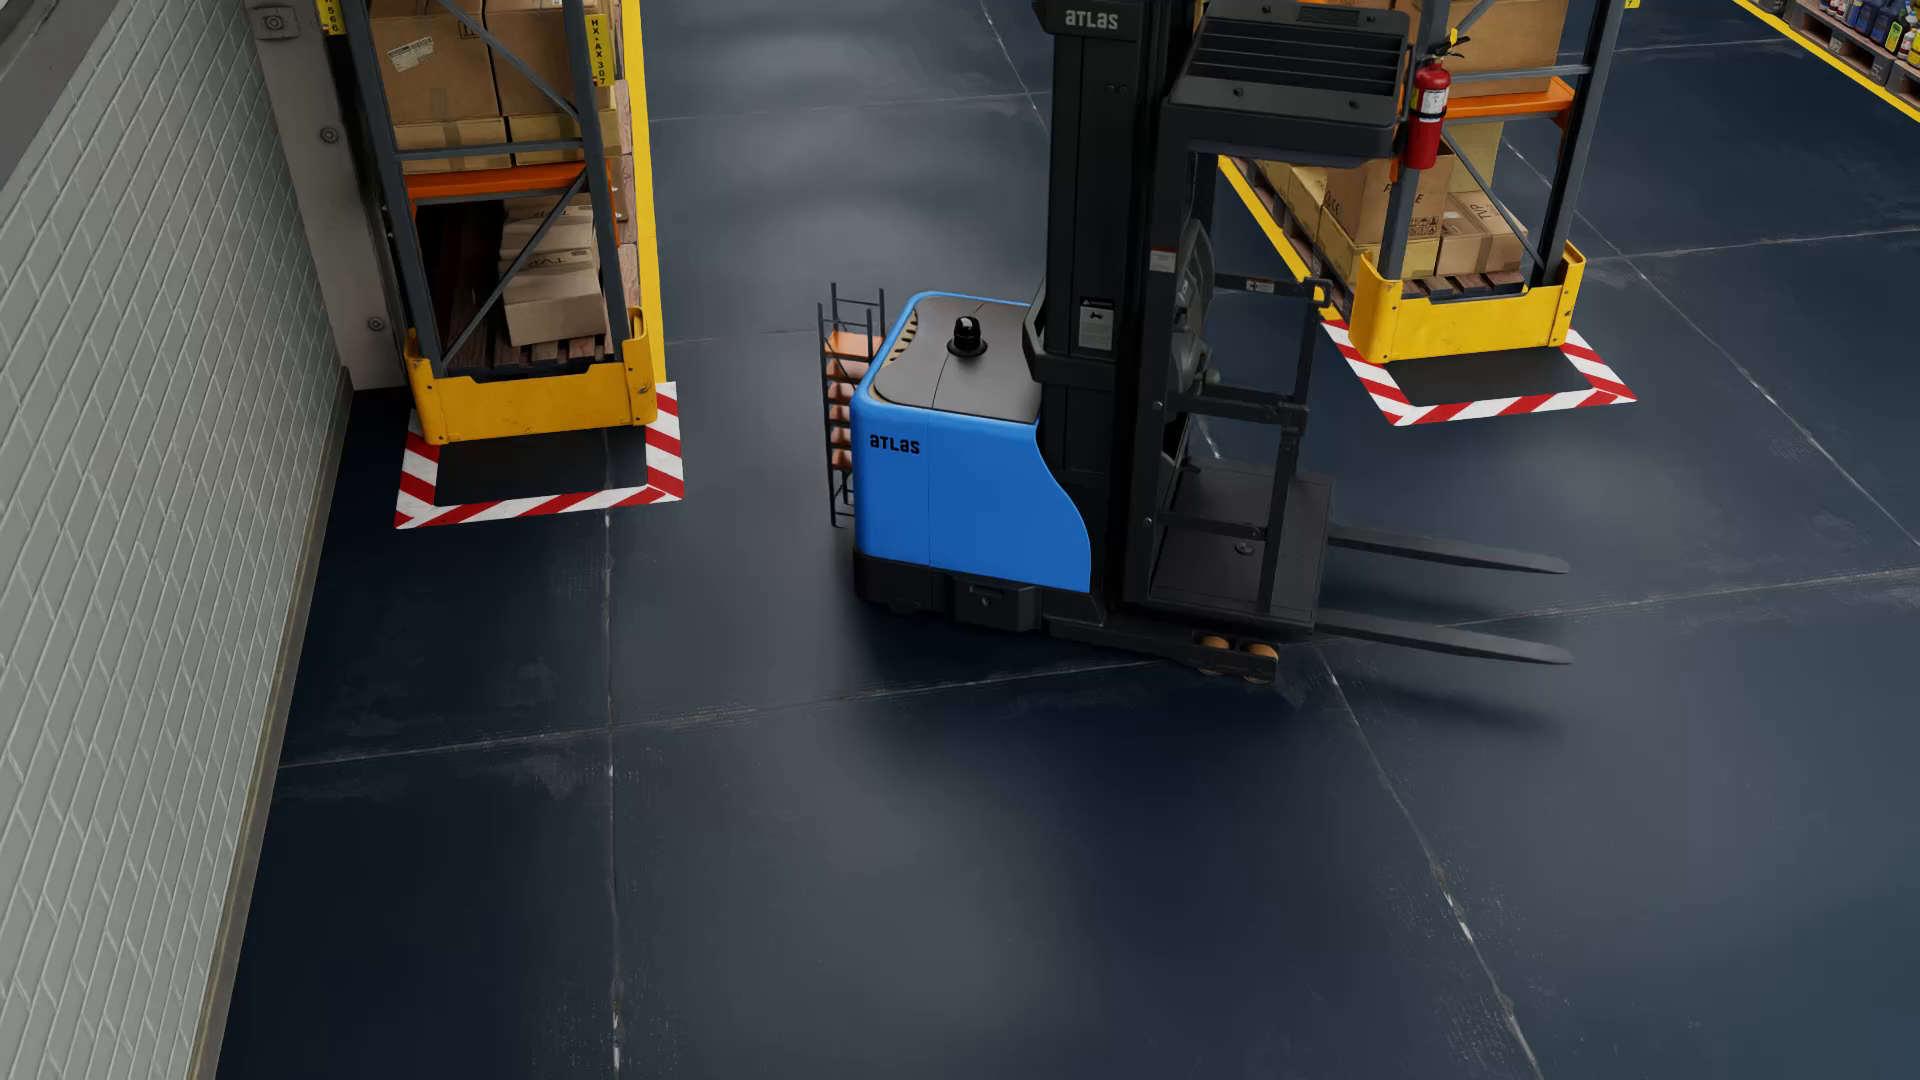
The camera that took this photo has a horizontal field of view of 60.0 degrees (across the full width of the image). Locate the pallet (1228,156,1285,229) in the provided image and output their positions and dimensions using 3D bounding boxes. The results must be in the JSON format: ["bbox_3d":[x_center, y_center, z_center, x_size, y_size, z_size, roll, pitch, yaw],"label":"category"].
[{"bbox_3d":[2.350,-2.404,10.672,1.003,0.211,1.213,-6,38,-8],"label":"pallet"}]

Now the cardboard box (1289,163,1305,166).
[{"bbox_3d":[2.159,-2.582,9.917,0.500,0.500,0.500,-6,38,-8],"label":"cardboard box"}]

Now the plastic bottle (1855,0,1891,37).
[{"bbox_3d":[6.645,-3.854,12.066,0.144,0.351,0.185,-5,38,-7],"label":"plastic bottle"}]

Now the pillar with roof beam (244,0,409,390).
[{"bbox_3d":[1.123,-4.939,6.772,9.100,9.000,0.400,-6,38,-8],"label":"pillar with roof beam"}]

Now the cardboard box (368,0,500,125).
[{"bbox_3d":[-2.432,-2.284,7.739,0.500,0.500,0.500,-7,38,-8],"label":"cardboard box"}]

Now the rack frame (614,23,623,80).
[{"bbox_3d":[-2.842,-4.193,10.702,1.000,3.000,0.127,-6,38,-8],"label":"rack frame"}]

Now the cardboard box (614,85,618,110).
[{"bbox_3d":[-2.019,-2.367,8.457,0.500,0.250,0.500,-7,38,-9],"label":"cardboard box"}]

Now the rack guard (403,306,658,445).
[{"bbox_3d":[-2.154,-0.836,8.418,1.175,0.500,0.348,-6,38,-8],"label":"rack guard"}]

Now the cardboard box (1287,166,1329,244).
[{"bbox_3d":[2.251,-1.985,9.759,0.500,0.250,0.500,-6,38,-8],"label":"cardboard box"}]

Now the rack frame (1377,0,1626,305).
[{"bbox_3d":[2.736,-2.312,8.281,1.000,3.000,0.127,-6,38,-8],"label":"rack frame"}]

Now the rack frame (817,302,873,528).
[{"bbox_3d":[-0.490,-0.521,7.441,0.240,1.200,0.006,9,39,12],"label":"rack frame"}]

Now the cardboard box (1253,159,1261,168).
[{"bbox_3d":[2.076,-2.589,10.536,0.500,0.250,0.500,-6,38,-8],"label":"cardboard box"}]

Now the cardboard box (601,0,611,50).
[{"bbox_3d":[-2.005,-2.642,8.201,0.500,0.500,0.500,-6,38,-8],"label":"cardboard box"}]

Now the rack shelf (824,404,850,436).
[{"bbox_3d":[-0.466,-0.540,7.538,0.258,0.103,0.180,9,39,12],"label":"rack shelf"}]

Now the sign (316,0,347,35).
[{"bbox_3d":[-2.690,-2.311,7.079,0.100,0.325,0.005,-6,38,-8],"label":"sign"}]

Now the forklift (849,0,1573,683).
[{"bbox_3d":[1.108,-0.920,6.545,3.031,2.935,1.130,9,39,12],"label":"forklift"}]

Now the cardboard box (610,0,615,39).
[{"bbox_3d":[-2.188,-2.981,9.247,0.500,0.250,0.500,-6,38,-8],"label":"cardboard box"}]

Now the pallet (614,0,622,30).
[{"bbox_3d":[-3.197,-4.300,13.113,1.003,0.211,1.213,-6,38,-8],"label":"pallet"}]

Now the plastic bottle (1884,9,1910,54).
[{"bbox_3d":[6.666,-3.609,11.806,0.061,0.283,0.133,-5,38,-6],"label":"plastic bottle"}]

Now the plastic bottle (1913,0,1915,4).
[{"bbox_3d":[7.282,-4.142,12.558,0.097,0.201,0.097,0,38,0],"label":"plastic bottle"}]

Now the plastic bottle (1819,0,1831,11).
[{"bbox_3d":[6.536,-4.115,12.467,0.097,0.271,0.097,0,38,0],"label":"plastic bottle"}]

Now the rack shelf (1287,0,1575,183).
[{"bbox_3d":[2.385,-3.236,10.057,1.077,0.370,4.000,-6,38,-8],"label":"rack shelf"}]

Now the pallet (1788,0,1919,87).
[{"bbox_3d":[6.989,-3.747,12.401,1.003,0.211,1.213,-6,38,-8],"label":"pallet"}]

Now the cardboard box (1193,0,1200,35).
[{"bbox_3d":[1.808,-3.790,11.472,0.500,0.500,0.500,-6,38,-8],"label":"cardboard box"}]

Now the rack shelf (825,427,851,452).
[{"bbox_3d":[-0.466,-0.445,7.612,0.258,0.103,0.180,9,39,12],"label":"rack shelf"}]

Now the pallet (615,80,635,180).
[{"bbox_3d":[-2.689,-2.690,11.040,1.003,0.211,1.213,-6,38,-8],"label":"pallet"}]

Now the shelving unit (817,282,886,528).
[{"bbox_3d":[-0.467,-0.575,7.511,0.258,1.200,0.189,9,39,12],"label":"shelving unit"}]

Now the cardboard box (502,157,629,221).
[{"bbox_3d":[-2.353,-2.184,9.795,0.700,0.500,0.500,-9,39,-11],"label":"cardboard box"}]

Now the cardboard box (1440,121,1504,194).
[{"bbox_3d":[2.771,-2.338,9.602,0.500,0.500,0.500,-6,38,-8],"label":"cardboard box"}]

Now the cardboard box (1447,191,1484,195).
[{"bbox_3d":[2.770,-2.041,9.832,0.500,0.250,0.500,-6,38,-8],"label":"cardboard box"}]

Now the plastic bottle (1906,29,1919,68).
[{"bbox_3d":[6.752,-3.483,11.589,0.144,0.351,0.185,-7,38,-8],"label":"plastic bottle"}]

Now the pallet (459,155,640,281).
[{"bbox_3d":[-2.472,-1.952,10.090,1.003,0.211,1.213,-6,38,-8],"label":"pallet"}]

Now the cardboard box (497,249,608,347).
[{"bbox_3d":[-2.173,-1.316,8.833,0.500,0.311,0.500,-10,39,-13],"label":"cardboard box"}]

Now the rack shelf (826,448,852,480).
[{"bbox_3d":[-0.465,-0.350,7.685,0.258,0.103,0.180,9,39,12],"label":"rack shelf"}]

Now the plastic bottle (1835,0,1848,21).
[{"bbox_3d":[6.572,-3.965,12.331,0.097,0.201,0.097,0,38,0],"label":"plastic bottle"}]

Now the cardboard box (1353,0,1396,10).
[{"bbox_3d":[2.570,-2.952,9.023,0.700,0.500,0.500,-5,38,-7],"label":"cardboard box"}]

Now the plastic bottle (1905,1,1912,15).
[{"bbox_3d":[6.789,-3.748,11.995,0.097,0.271,0.097,0,38,0],"label":"plastic bottle"}]

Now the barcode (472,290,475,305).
[{"bbox_3d":[-2.570,-1.288,8.789,0.001,0.075,0.075,-6,38,-8],"label":"barcode"}]
